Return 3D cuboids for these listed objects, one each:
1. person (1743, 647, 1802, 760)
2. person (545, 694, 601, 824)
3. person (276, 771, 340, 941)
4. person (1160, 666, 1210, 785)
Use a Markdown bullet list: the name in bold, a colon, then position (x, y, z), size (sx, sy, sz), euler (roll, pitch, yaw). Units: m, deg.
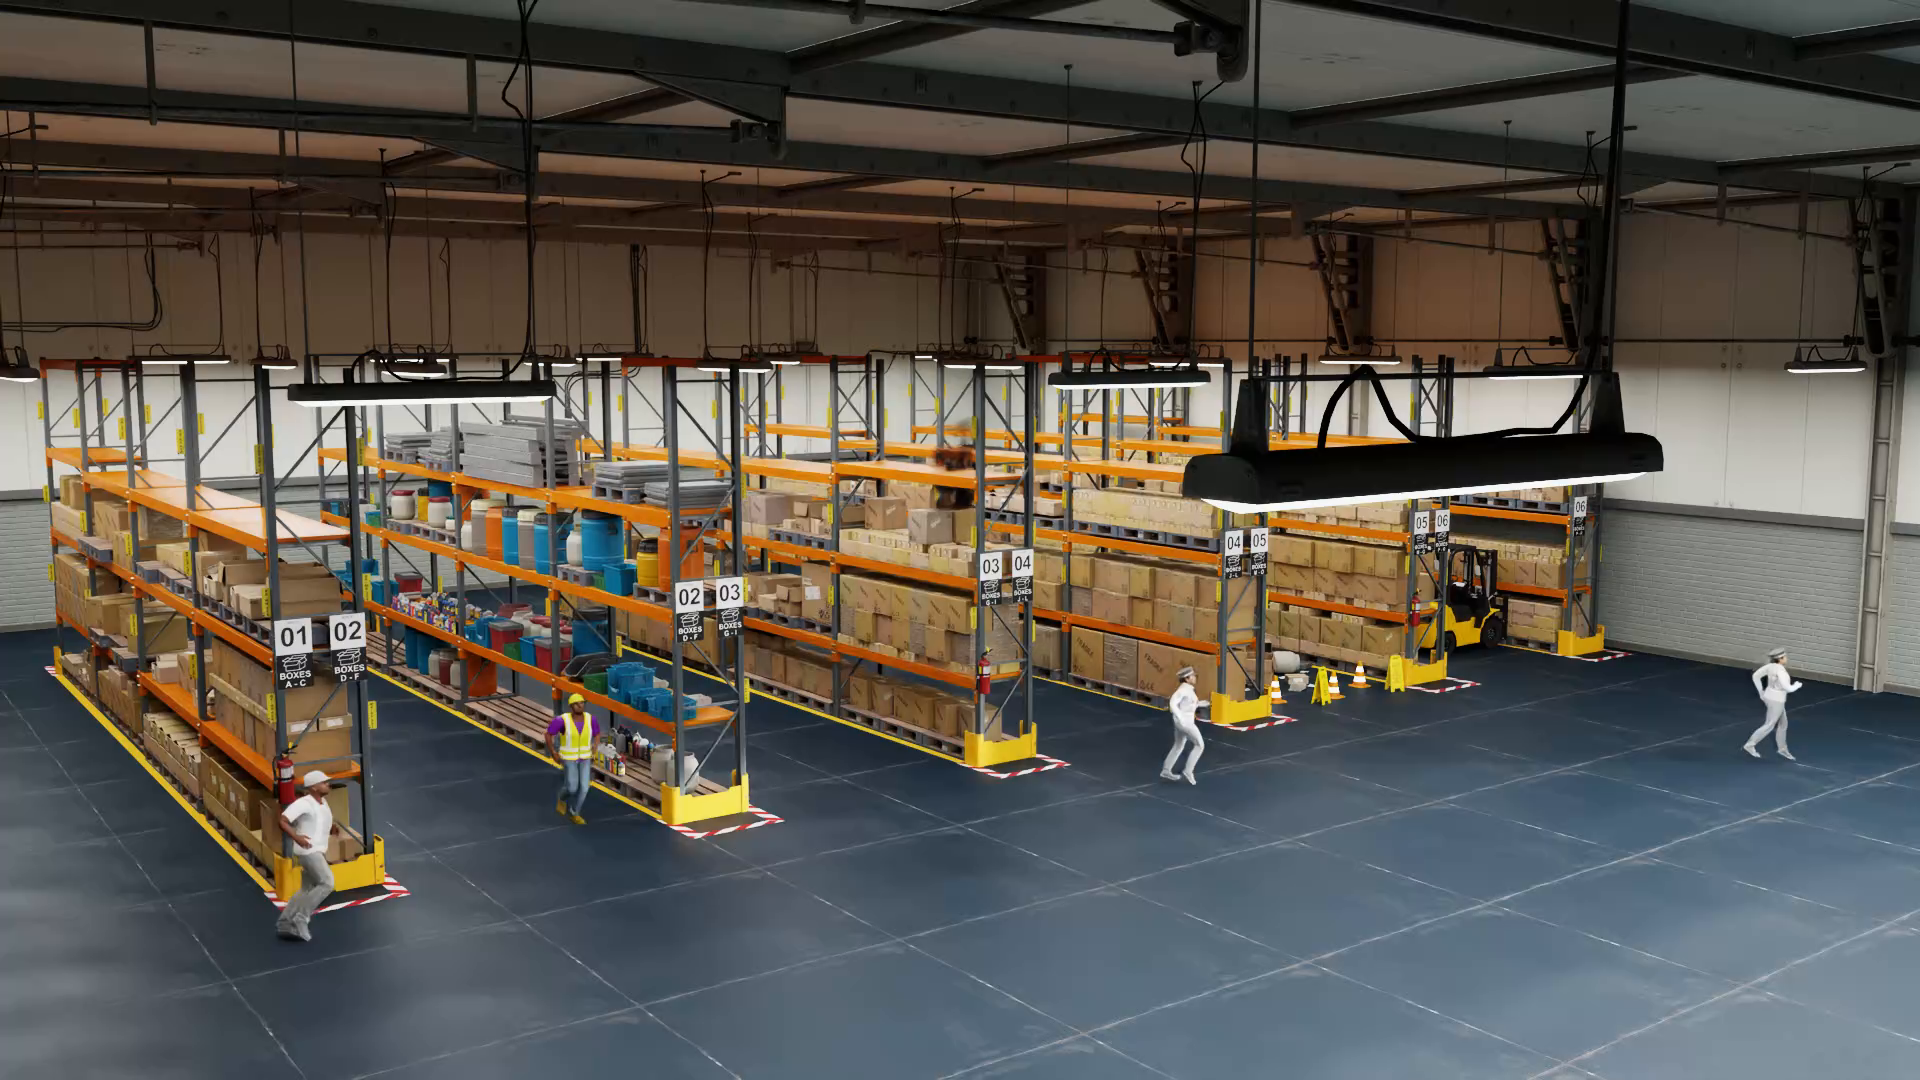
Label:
- **person**: position (12.251, 2.477, 25.078), size (0.805, 1.748, 0.612), euler (1, 7, 7)
- **person**: position (-5.040, 2.863, 21.825), size (0.732, 1.720, 0.568), euler (-4, 8, -32)
- **person**: position (-6.973, 3.352, 17.826), size (0.638, 1.741, 0.744), euler (-1, 7, -5)
- **person**: position (3.232, 2.657, 23.836), size (0.708, 1.734, 0.566), euler (0, 7, 1)
